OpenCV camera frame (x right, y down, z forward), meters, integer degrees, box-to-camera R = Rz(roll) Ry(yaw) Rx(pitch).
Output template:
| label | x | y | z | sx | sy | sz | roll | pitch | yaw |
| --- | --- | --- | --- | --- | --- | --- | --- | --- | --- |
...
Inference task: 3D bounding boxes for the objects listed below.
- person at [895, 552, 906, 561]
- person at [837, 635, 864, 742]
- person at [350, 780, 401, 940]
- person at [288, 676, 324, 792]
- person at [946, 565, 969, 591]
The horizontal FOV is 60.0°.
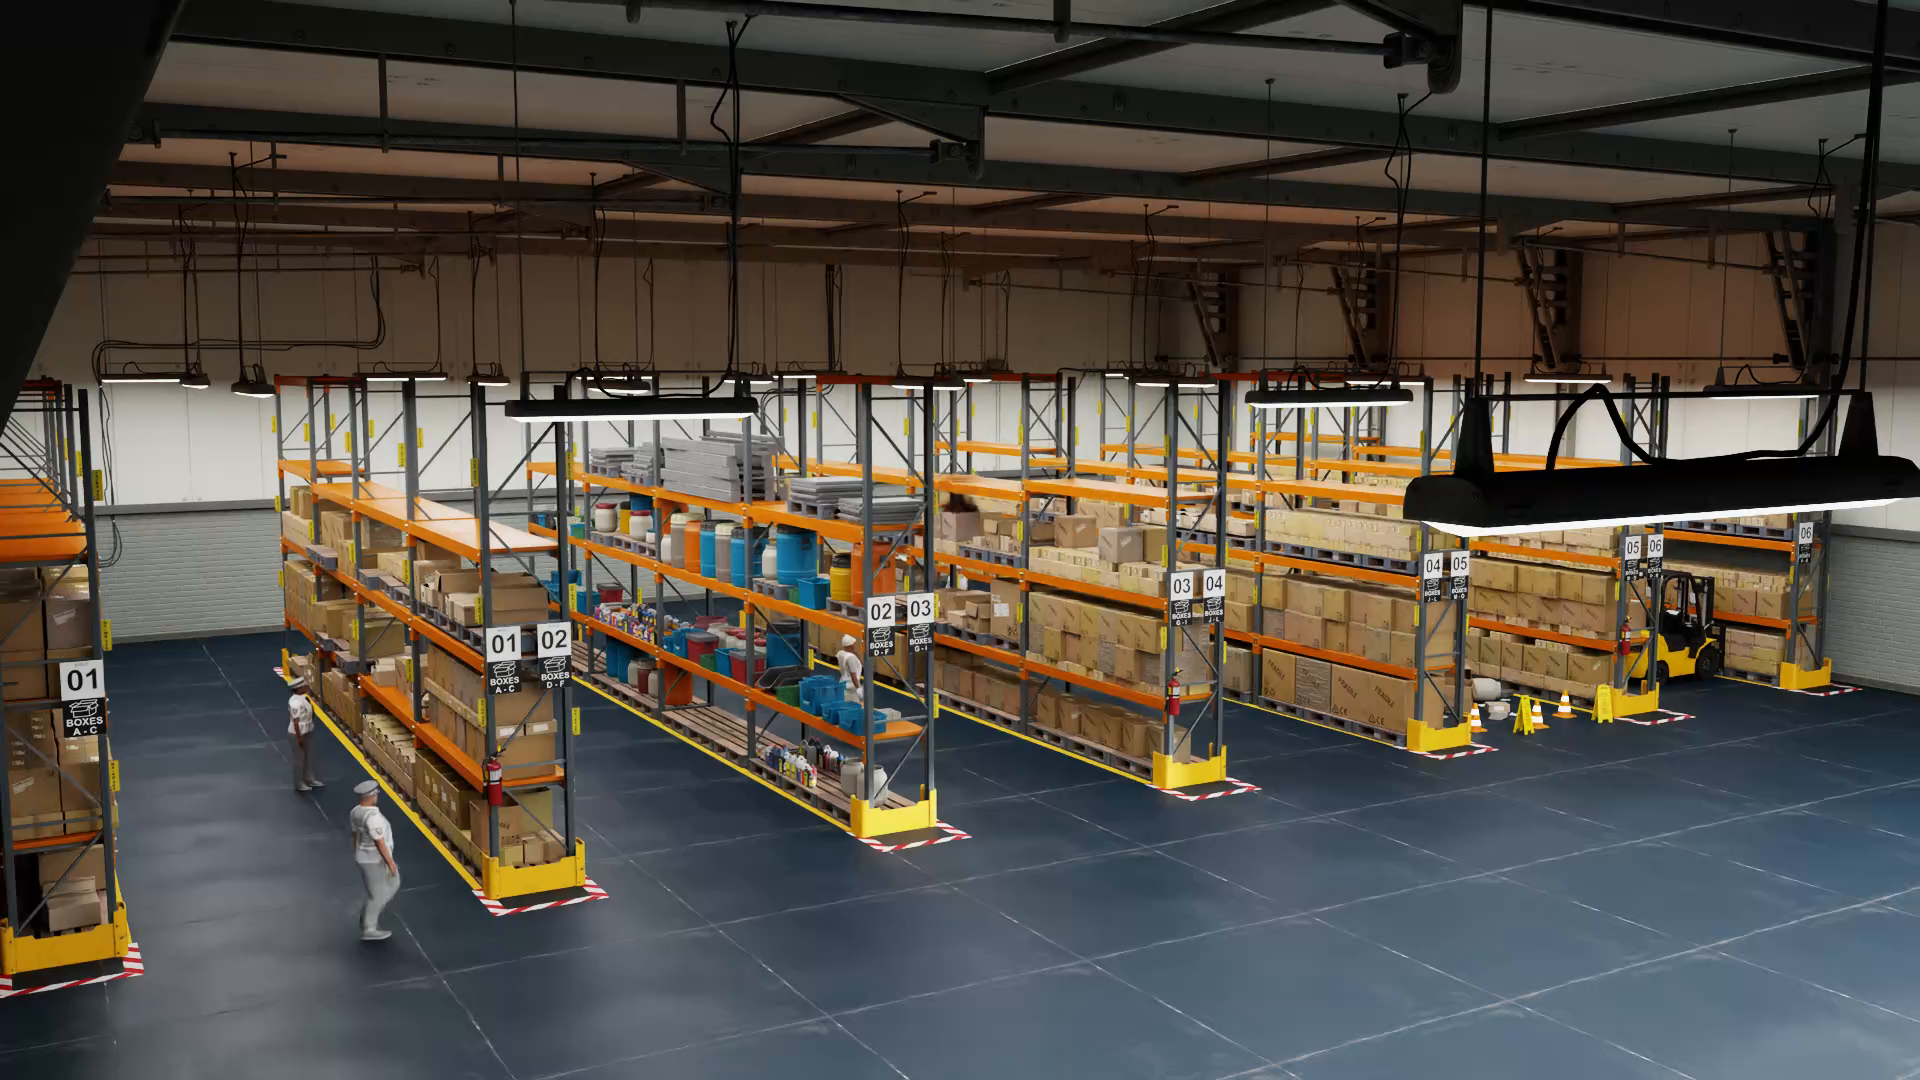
| label | x | y | z | sx | sy | sz | roll | pitch | yaw |
| --- | --- | --- | --- | --- | --- | --- | --- | --- | --- |
| person | -1.558 | 0.941 | 41.516 | 0.499 | 1.680 | 0.524 | 2 | 7 | 18 |
| person | -1.820 | 2.438 | 27.608 | 0.641 | 1.780 | 0.638 | -1 | 6 | -9 |
| person | -6.334 | 3.476 | 18.037 | 0.495 | 1.777 | 0.537 | -2 | 7 | -20 |
| person | -9.640 | 2.837 | 24.404 | 0.378 | 1.696 | 0.514 | 1 | 6 | 7 |
| person | -0.023 | 1.390 | 37.376 | 0.613 | 1.734 | 1.012 | -3 | 7 | -25 |
